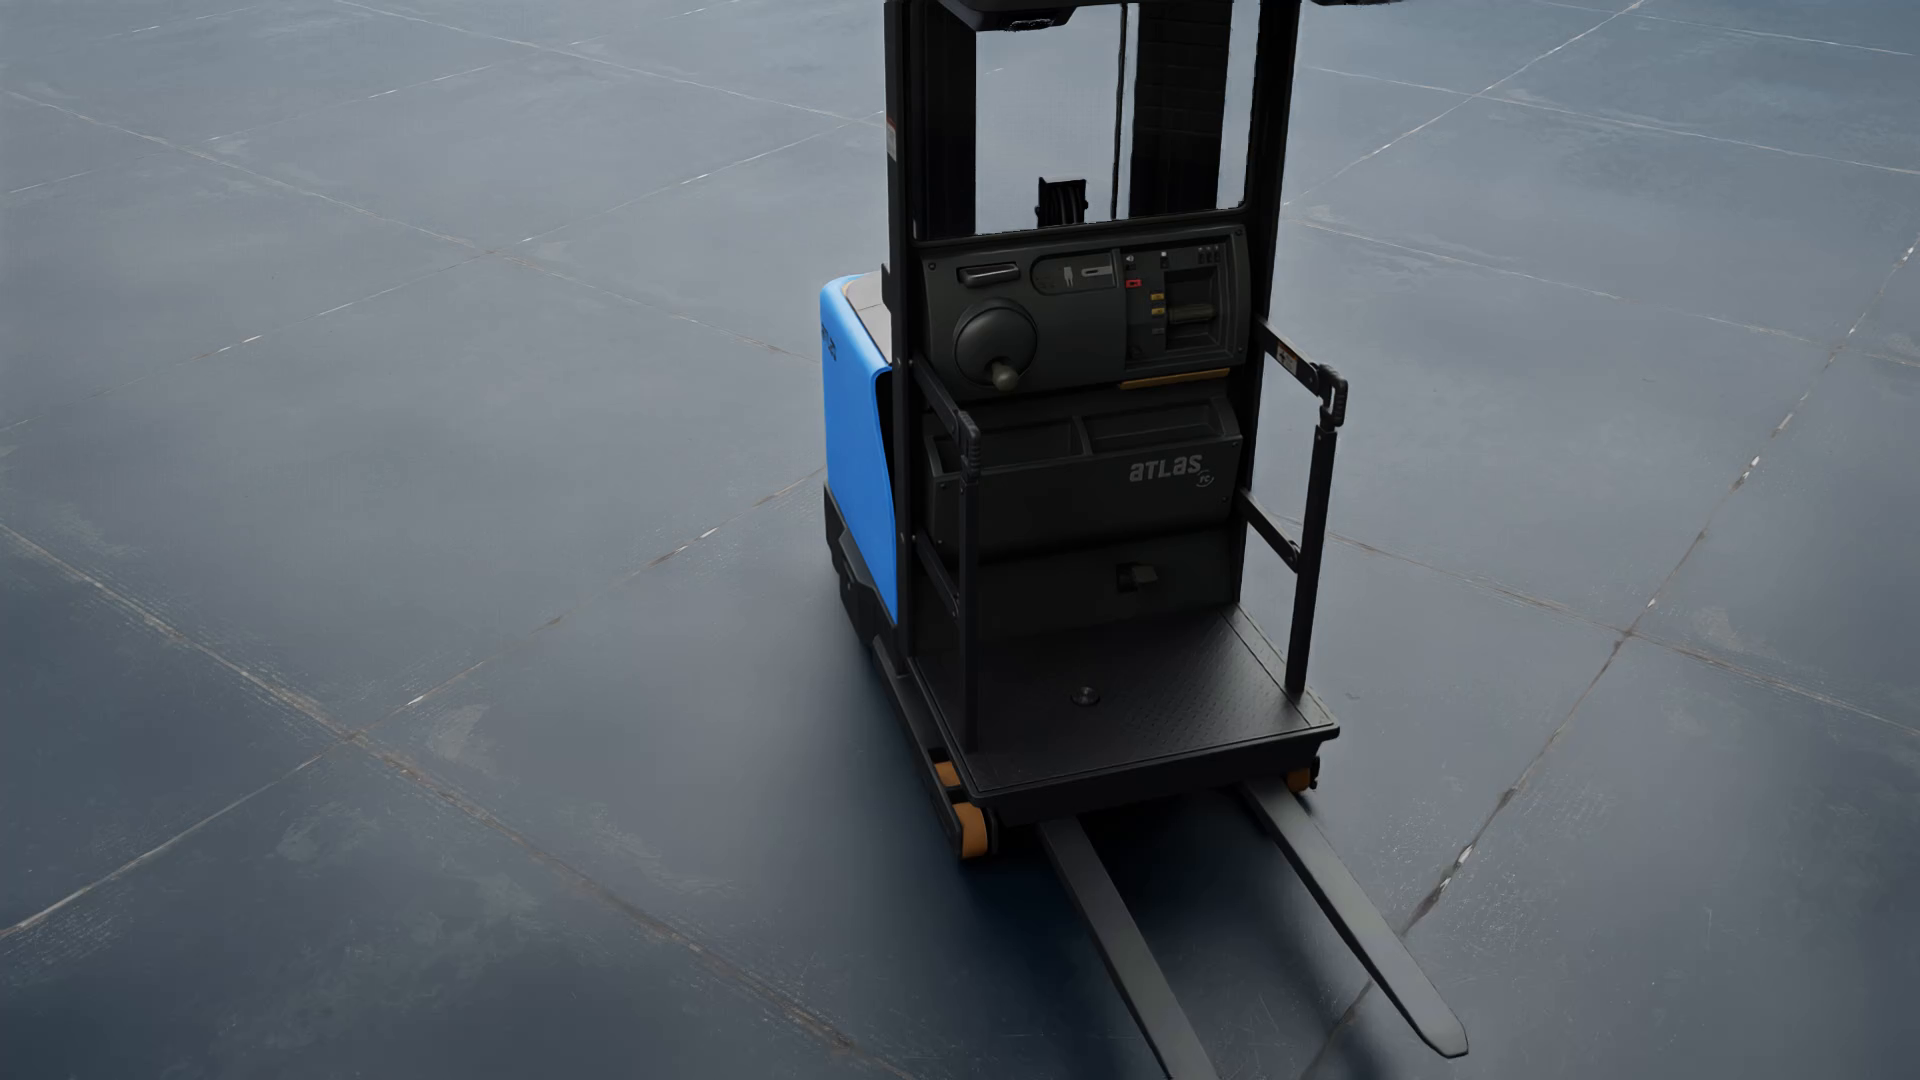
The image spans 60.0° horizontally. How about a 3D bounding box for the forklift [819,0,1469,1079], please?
[{"bbox_3d":[0.419,-0.581,4.356,1.130,2.935,3.031,-9,32,-14],"label":"forklift"}]
